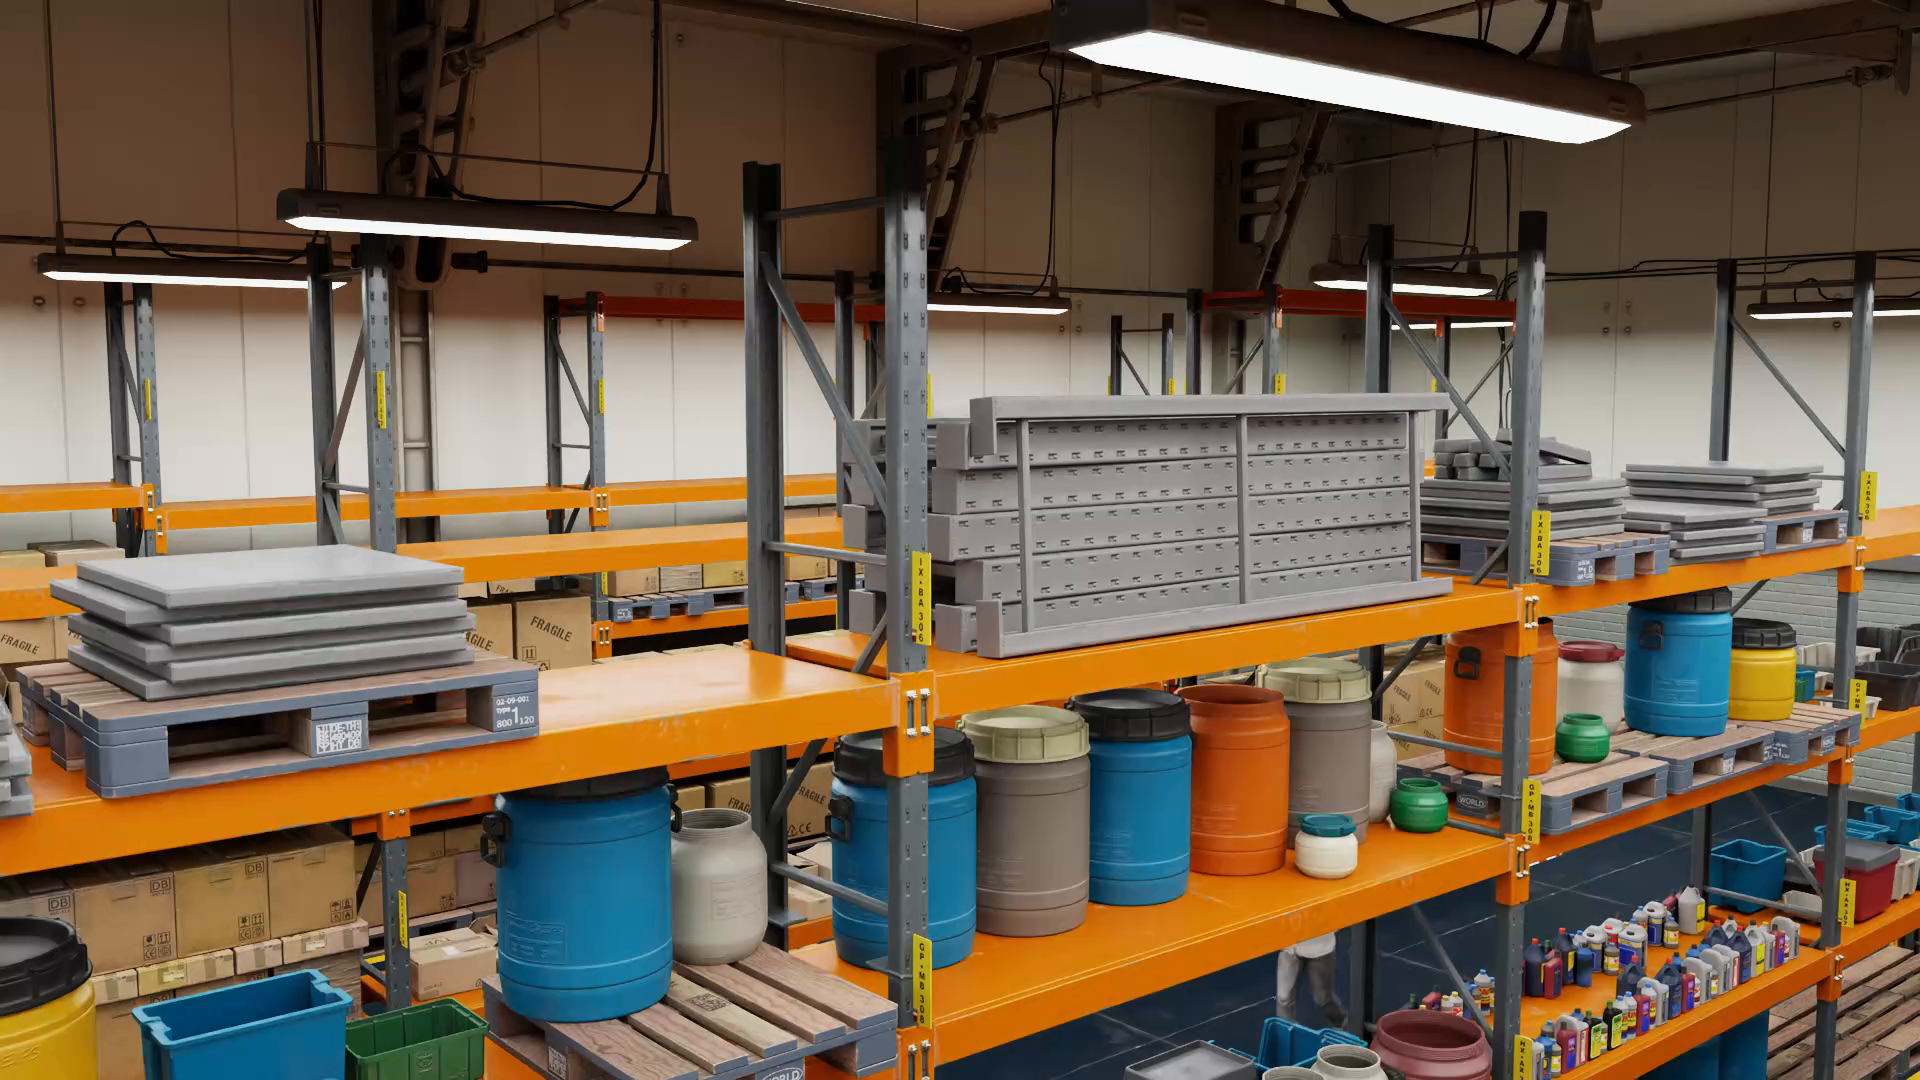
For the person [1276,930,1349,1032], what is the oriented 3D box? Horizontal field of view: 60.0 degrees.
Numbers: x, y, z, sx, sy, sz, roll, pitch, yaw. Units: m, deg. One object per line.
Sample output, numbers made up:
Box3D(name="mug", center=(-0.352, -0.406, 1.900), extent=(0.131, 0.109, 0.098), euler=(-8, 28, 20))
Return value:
Box3D(name="person", center=(2.613, 3.057, 12.447), extent=(0.645, 1.779, 0.953), euler=(5, 7, 41))
